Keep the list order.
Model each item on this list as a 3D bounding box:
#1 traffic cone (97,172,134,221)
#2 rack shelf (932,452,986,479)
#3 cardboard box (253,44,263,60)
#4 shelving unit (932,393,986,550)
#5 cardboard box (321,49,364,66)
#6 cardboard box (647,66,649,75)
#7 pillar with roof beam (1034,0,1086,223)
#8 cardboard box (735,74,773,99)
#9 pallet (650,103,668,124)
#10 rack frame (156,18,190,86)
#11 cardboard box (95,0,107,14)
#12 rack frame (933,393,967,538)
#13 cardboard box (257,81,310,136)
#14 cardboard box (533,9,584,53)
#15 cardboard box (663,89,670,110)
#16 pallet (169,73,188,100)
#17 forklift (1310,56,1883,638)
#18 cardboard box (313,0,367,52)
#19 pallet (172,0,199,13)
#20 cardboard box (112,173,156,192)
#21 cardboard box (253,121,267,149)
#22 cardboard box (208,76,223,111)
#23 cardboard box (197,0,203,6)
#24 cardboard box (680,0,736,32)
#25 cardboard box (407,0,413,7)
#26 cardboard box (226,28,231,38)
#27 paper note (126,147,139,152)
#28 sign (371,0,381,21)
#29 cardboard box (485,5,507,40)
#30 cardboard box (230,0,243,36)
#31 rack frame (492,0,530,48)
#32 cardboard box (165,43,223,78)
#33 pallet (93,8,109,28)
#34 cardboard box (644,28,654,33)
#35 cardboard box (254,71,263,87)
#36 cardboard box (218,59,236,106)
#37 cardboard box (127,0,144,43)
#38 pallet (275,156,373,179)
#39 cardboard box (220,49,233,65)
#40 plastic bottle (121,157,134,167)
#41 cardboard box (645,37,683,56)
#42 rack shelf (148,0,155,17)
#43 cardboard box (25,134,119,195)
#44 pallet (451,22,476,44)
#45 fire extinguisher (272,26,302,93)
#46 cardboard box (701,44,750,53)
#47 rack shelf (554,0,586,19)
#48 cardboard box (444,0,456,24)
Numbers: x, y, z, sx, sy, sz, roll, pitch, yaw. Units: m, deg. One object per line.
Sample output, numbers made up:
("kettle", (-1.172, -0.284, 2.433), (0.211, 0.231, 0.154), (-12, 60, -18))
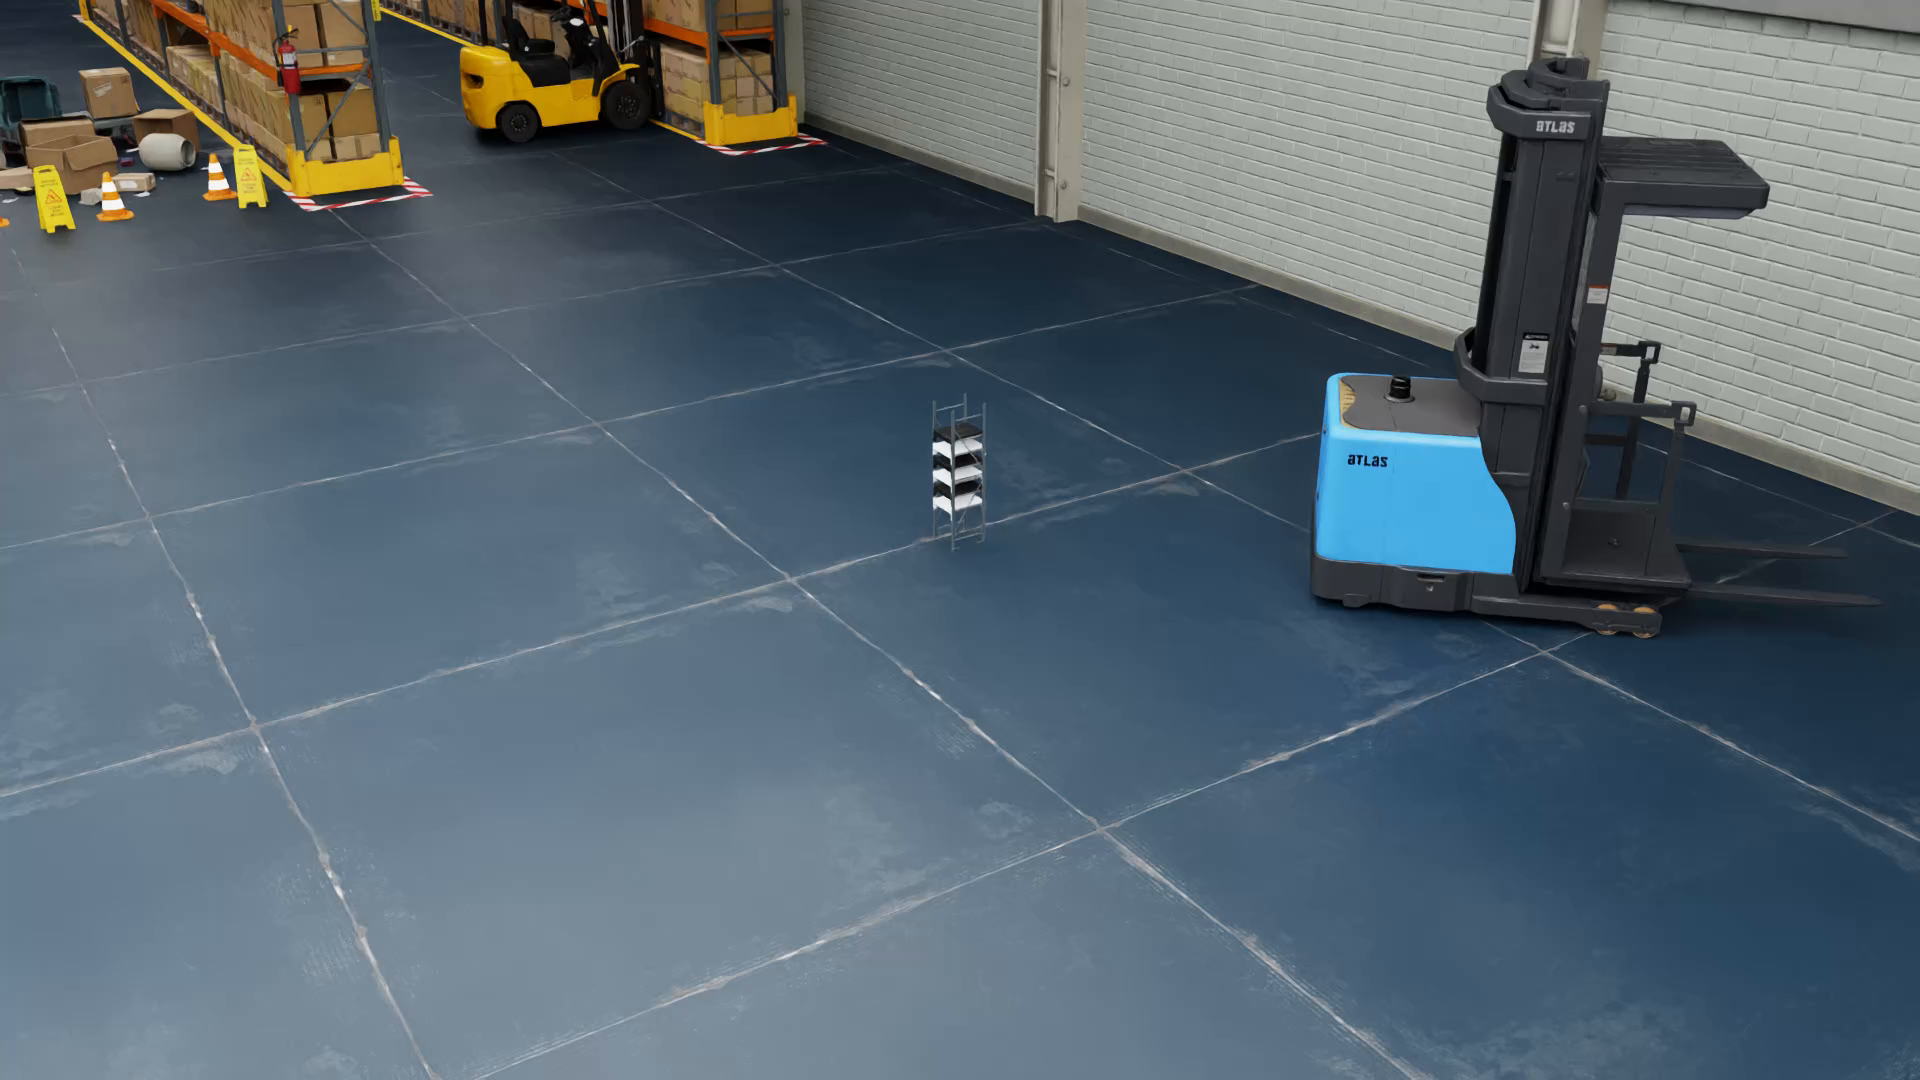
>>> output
("traffic cone", (-8.852, -3.599, 17.332), (0.336, 0.463, 0.334), (-16, 29, -30))
("rack shelf", (-0.004, -0.461, 10.040), (0.258, 0.077, 0.200), (-16, 29, -30))
("cardboard box", (-7.694, -5.490, 18.660), (0.380, 0.149, 0.250), (-15, 29, -29))
("shelving unit", (-0.004, -0.410, 10.064), (0.258, 0.900, 0.210), (-16, 29, -30))
("cardboard box", (-6.804, -5.330, 18.320), (0.380, 0.149, 0.250), (-15, 29, -29))
("cardboard box", (-3.997, -6.247, 22.112), (0.500, 0.250, 0.500), (-16, 29, -30))
("pillar with roof beam", (-2.591, -6.454, 13.381), (9.100, 9.000, 0.400), (-16, 29, -30))
("cardboard box", (-2.717, -5.821, 21.209), (0.500, 0.250, 0.500), (-15, 29, -29))
("pallet", (-3.749, -5.870, 22.438), (1.003, 0.211, 1.213), (-16, 29, -30))
("rack frame", (-11.159, -8.135, 23.968), (1.000, 3.000, 0.127), (-16, 29, -30))
("cardboard box", (-15.082, -9.815, 30.036), (0.875, 0.438, 0.875), (-17, 30, -31))
("rack frame", (-0.060, -0.446, 10.141), (0.240, 0.900, 0.006), (-16, 29, -30))
("cardboard box", (-7.735, -4.971, 19.116), (0.500, 0.500, 0.500), (-14, 29, -28))
("cardboard box", (-5.942, -7.710, 25.358), (0.875, 0.625, 0.625), (-17, 30, -32))
("cardboard box", (-3.685, -5.834, 21.822), (0.500, 0.250, 0.500), (-15, 29, -29))
("pallet", (-10.733, -6.594, 23.971), (1.003, 0.211, 1.213), (-16, 29, -30))
("forklift", (3.566, -1.036, 9.010), (3.031, 2.935, 1.130), (5, 26, 10))
("cardboard box", (-6.818, -5.687, 18.318), (0.500, 0.500, 0.500), (-16, 30, -30))
("pallet", (-10.044, -7.350, 22.530), (1.003, 0.211, 1.213), (-16, 29, -30))
("cardboard box", (-9.199, -3.982, 18.511), (0.380, 0.149, 0.250), (-1, 25, -3))
("cardboard box", (-8.025, -4.819, 19.674), (0.500, 0.250, 0.500), (-17, 30, -31))
("cardboard box", (-9.264, -5.893, 21.805), (0.950, 0.372, 0.625), (-15, 29, -29))
("cardboard box", (-9.487, -6.900, 21.155), (0.380, 0.149, 0.250), (-15, 29, -29))
("cardboard box", (-3.124, -6.592, 20.582), (0.500, 0.500, 0.500), (-16, 30, -31))
("cardboard box", (-9.931, -9.936, 30.494), (0.396, 0.266, 0.258), (-14, 29, -28))
("cardboard box", (-8.614, -6.140, 20.038), (0.380, 0.149, 0.250), (-15, 29, -28))
("paper note", (-10.115, -4.774, 20.328), (0.148, 0.019, 0.142), (-16, 29, -30))
("sign", (-6.337, -5.791, 17.990), (0.100, 0.325, 0.005), (-16, 29, -30))
("cardboard box", (-7.413, -8.454, 27.080), (0.500, 0.500, 0.500), (-15, 29, -28))
("cardboard box", (-8.119, -6.129, 19.253), (0.500, 0.500, 0.500), (-15, 29, -29))
("rack frame", (-7.002, -9.293, 26.421), (1.000, 3.000, 0.127), (-16, 29, -30))
("cardboard box", (-10.859, -6.932, 24.007), (0.950, 0.372, 0.625), (-18, 31, -33))
("pallet", (-15.024, -9.467, 30.058), (1.003, 0.211, 1.213), (-16, 29, -30))
("cardboard box", (-4.099, -6.952, 23.021), (0.500, 0.250, 0.500), (-16, 30, -30))
("cardboard box", (-7.839, -5.284, 19.021), (0.380, 0.149, 0.250), (-15, 29, -29))
("cardboard box", (-8.879, -5.716, 20.695), (0.500, 0.500, 0.500), (-14, 29, -27))
("cardboard box", (-12.937, -8.591, 26.933), (0.875, 0.875, 0.875), (-15, 29, -28))
("pallet", (-7.247, -4.338, 19.193), (1.003, 0.211, 1.213), (-16, 29, -30))
("cardboard box", (-8.861, -5.950, 20.432), (0.380, 0.149, 0.250), (-15, 29, -29))
("plastic bottle", (-9.842, -4.477, 19.661), (0.133, 0.061, 0.283), (-10, 27, -21))
("cardboard box", (-3.985, -6.465, 21.988), (0.500, 0.250, 0.500), (-16, 30, -31))
("rack shelf", (-12.251, -8.525, 25.637), (1.077, 0.370, 4.000), (-16, 29, -30))
("cardboard box", (-9.872, -4.183, 18.521), (0.637, 0.503, 0.797), (7, 26, 15))
("pallet", (-8.040, -8.744, 28.525), (1.003, 0.211, 1.213), (-16, 29, -30))
("fire extinguisher", (-7.115, -5.090, 17.609), (0.296, 0.674, 0.183), (-16, 29, -30))
("cardboard box", (-3.014, -6.224, 21.478), (0.500, 0.250, 0.500), (-15, 29, -29))
("rack shelf", (-5.910, -8.252, 25.060), (1.077, 0.370, 4.000), (-16, 29, -30))
("cardboard box", (-8.542, -9.190, 28.640), (0.500, 0.500, 0.500), (-17, 30, -31))
